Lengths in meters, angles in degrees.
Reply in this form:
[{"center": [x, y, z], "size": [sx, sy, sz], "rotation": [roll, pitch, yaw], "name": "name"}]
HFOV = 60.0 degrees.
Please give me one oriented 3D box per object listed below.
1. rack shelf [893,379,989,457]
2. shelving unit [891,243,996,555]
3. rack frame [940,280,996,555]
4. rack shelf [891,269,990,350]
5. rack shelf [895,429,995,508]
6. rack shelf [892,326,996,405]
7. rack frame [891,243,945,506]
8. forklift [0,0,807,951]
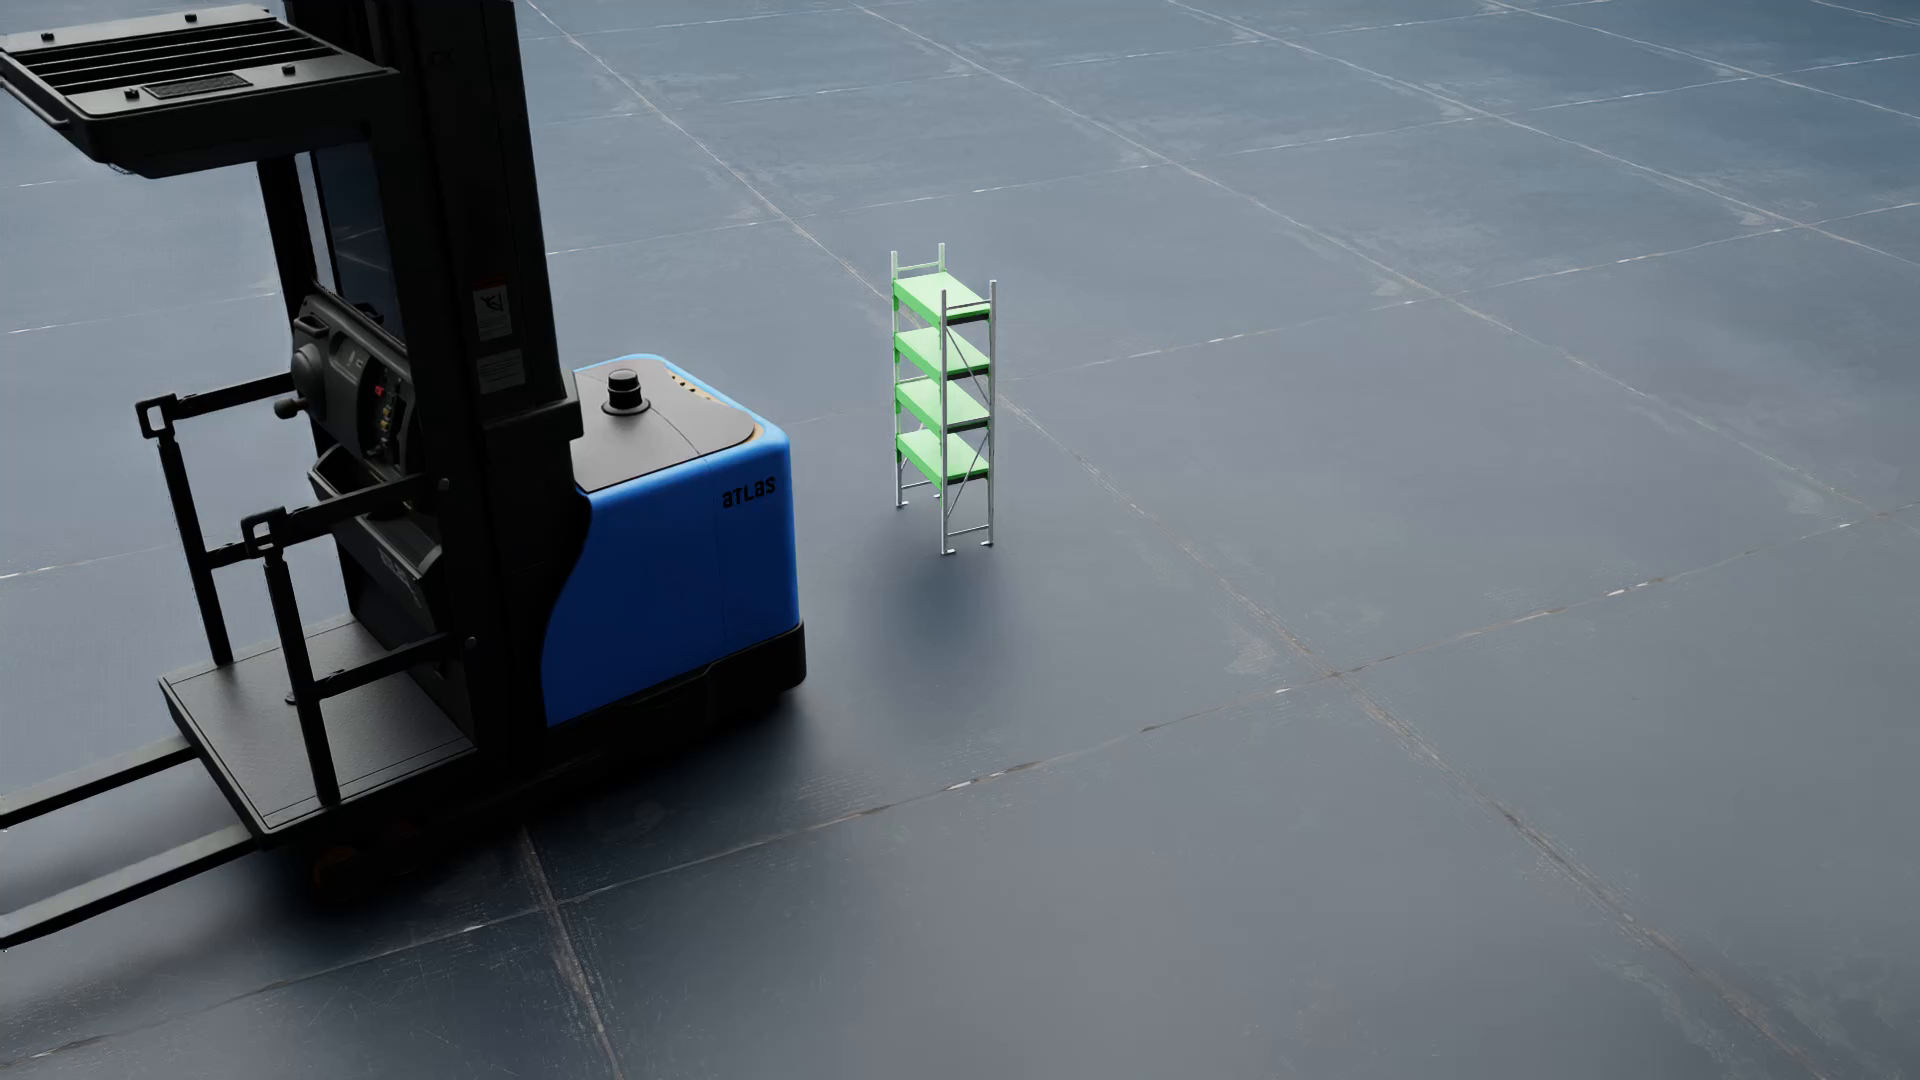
[{"center": [-0.071, -0.541, 7.118], "size": [0.258, 0.148, 0.480], "rotation": [-13, 32, -22], "name": "rack shelf"}, {"center": [-0.071, -0.596, 7.087], "size": [0.258, 1.200, 0.503], "rotation": [-13, 32, -22], "name": "shelving unit"}, {"center": [0.034, -0.489, 6.895], "size": [0.240, 1.200, 0.015], "rotation": [-13, 32, -22], "name": "rack frame"}, {"center": [-0.071, -0.959, 6.883], "size": [0.258, 0.148, 0.480], "rotation": [-13, 32, -22], "name": "rack shelf"}, {"center": [-0.071, -0.331, 7.236], "size": [0.258, 0.148, 0.480], "rotation": [-13, 32, -22], "name": "rack shelf"}, {"center": [-0.071, -0.750, 7.001], "size": [0.258, 0.148, 0.480], "rotation": [-13, 32, -22], "name": "rack shelf"}, {"center": [-0.176, -0.704, 7.279], "size": [0.240, 1.200, 0.015], "rotation": [-13, 32, -22], "name": "rack frame"}, {"center": [-2.037, -0.439, 5.036], "size": [3.031, 2.935, 1.130], "rotation": [-22, 36, -33], "name": "forklift"}]
